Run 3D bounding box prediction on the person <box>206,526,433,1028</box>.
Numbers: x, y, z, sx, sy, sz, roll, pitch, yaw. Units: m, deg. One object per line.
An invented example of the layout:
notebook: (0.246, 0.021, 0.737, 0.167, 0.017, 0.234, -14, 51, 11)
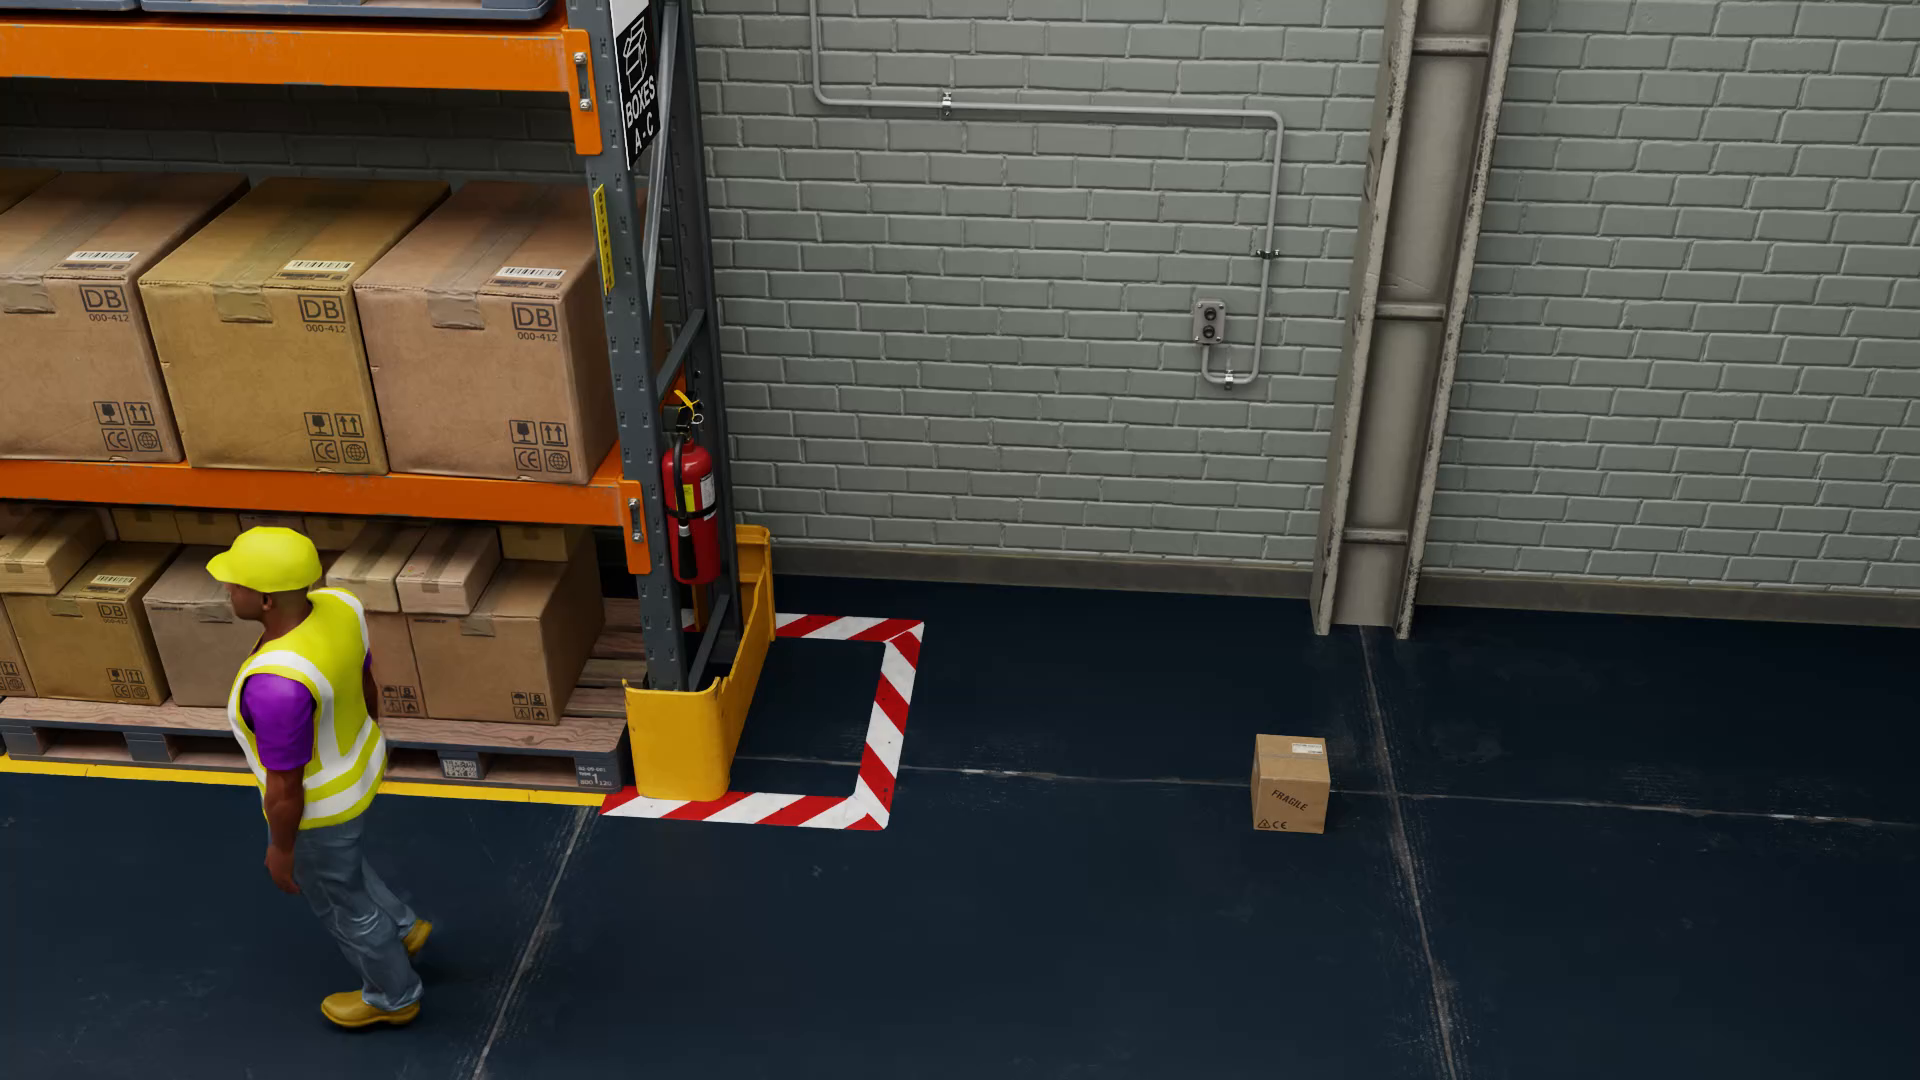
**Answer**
person: (-1.916, 0.743, 4.909, 0.441, 1.799, 0.609, -1, 32, -1)
